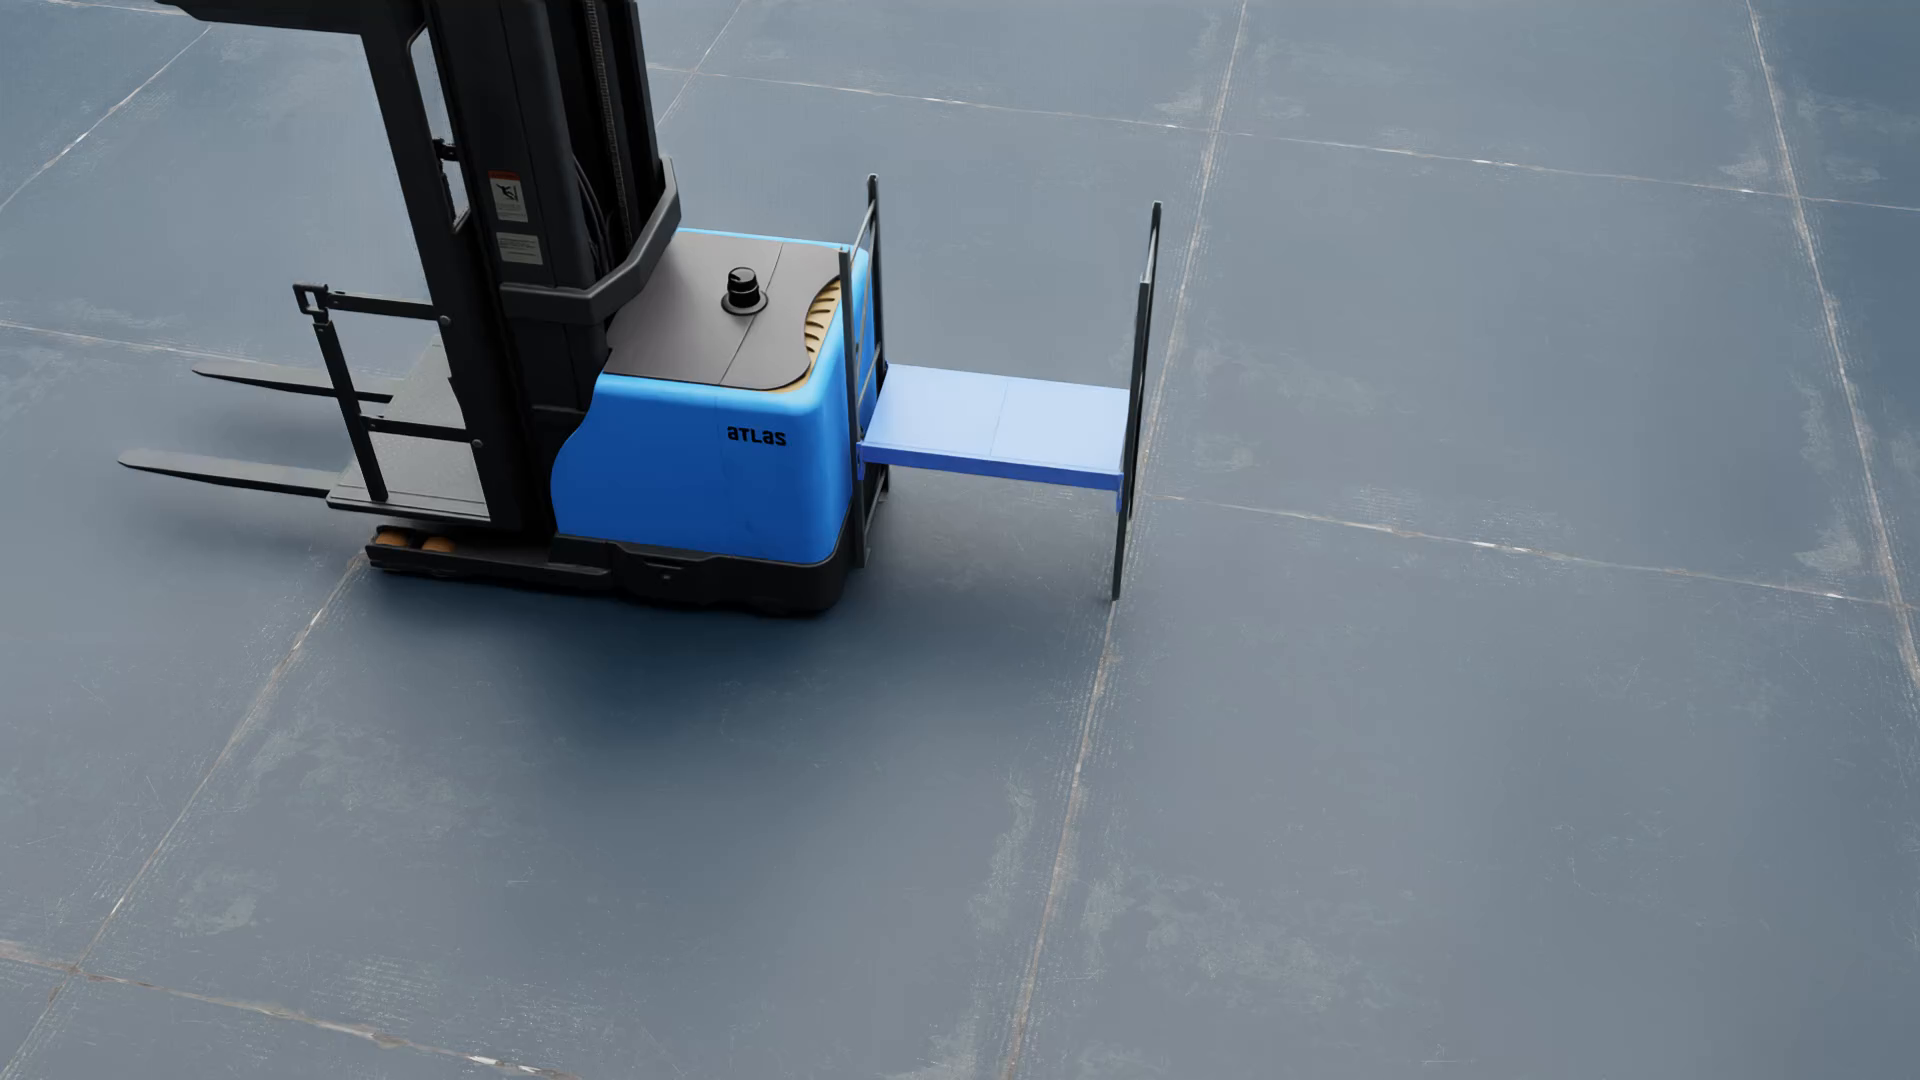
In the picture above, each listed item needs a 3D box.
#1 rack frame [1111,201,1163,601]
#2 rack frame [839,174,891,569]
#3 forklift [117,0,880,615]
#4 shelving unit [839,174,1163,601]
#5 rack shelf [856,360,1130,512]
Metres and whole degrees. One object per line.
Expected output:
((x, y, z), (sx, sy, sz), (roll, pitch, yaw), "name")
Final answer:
((0.650, -0.475, 6.162), (0.032, 1.500, 0.500), (7, 44, 7), "rack frame")
((-0.351, -0.598, 6.290), (0.032, 1.500, 0.500), (7, 44, 7), "rack frame")
((-1.883, -1.261, 5.946), (3.031, 2.935, 1.130), (7, 44, 7), "forklift")
((0.150, -0.537, 6.226), (1.048, 1.500, 0.538), (7, 44, 7), "shelving unit")
((0.150, -0.407, 6.351), (1.000, 0.185, 0.538), (7, 44, 7), "rack shelf")
